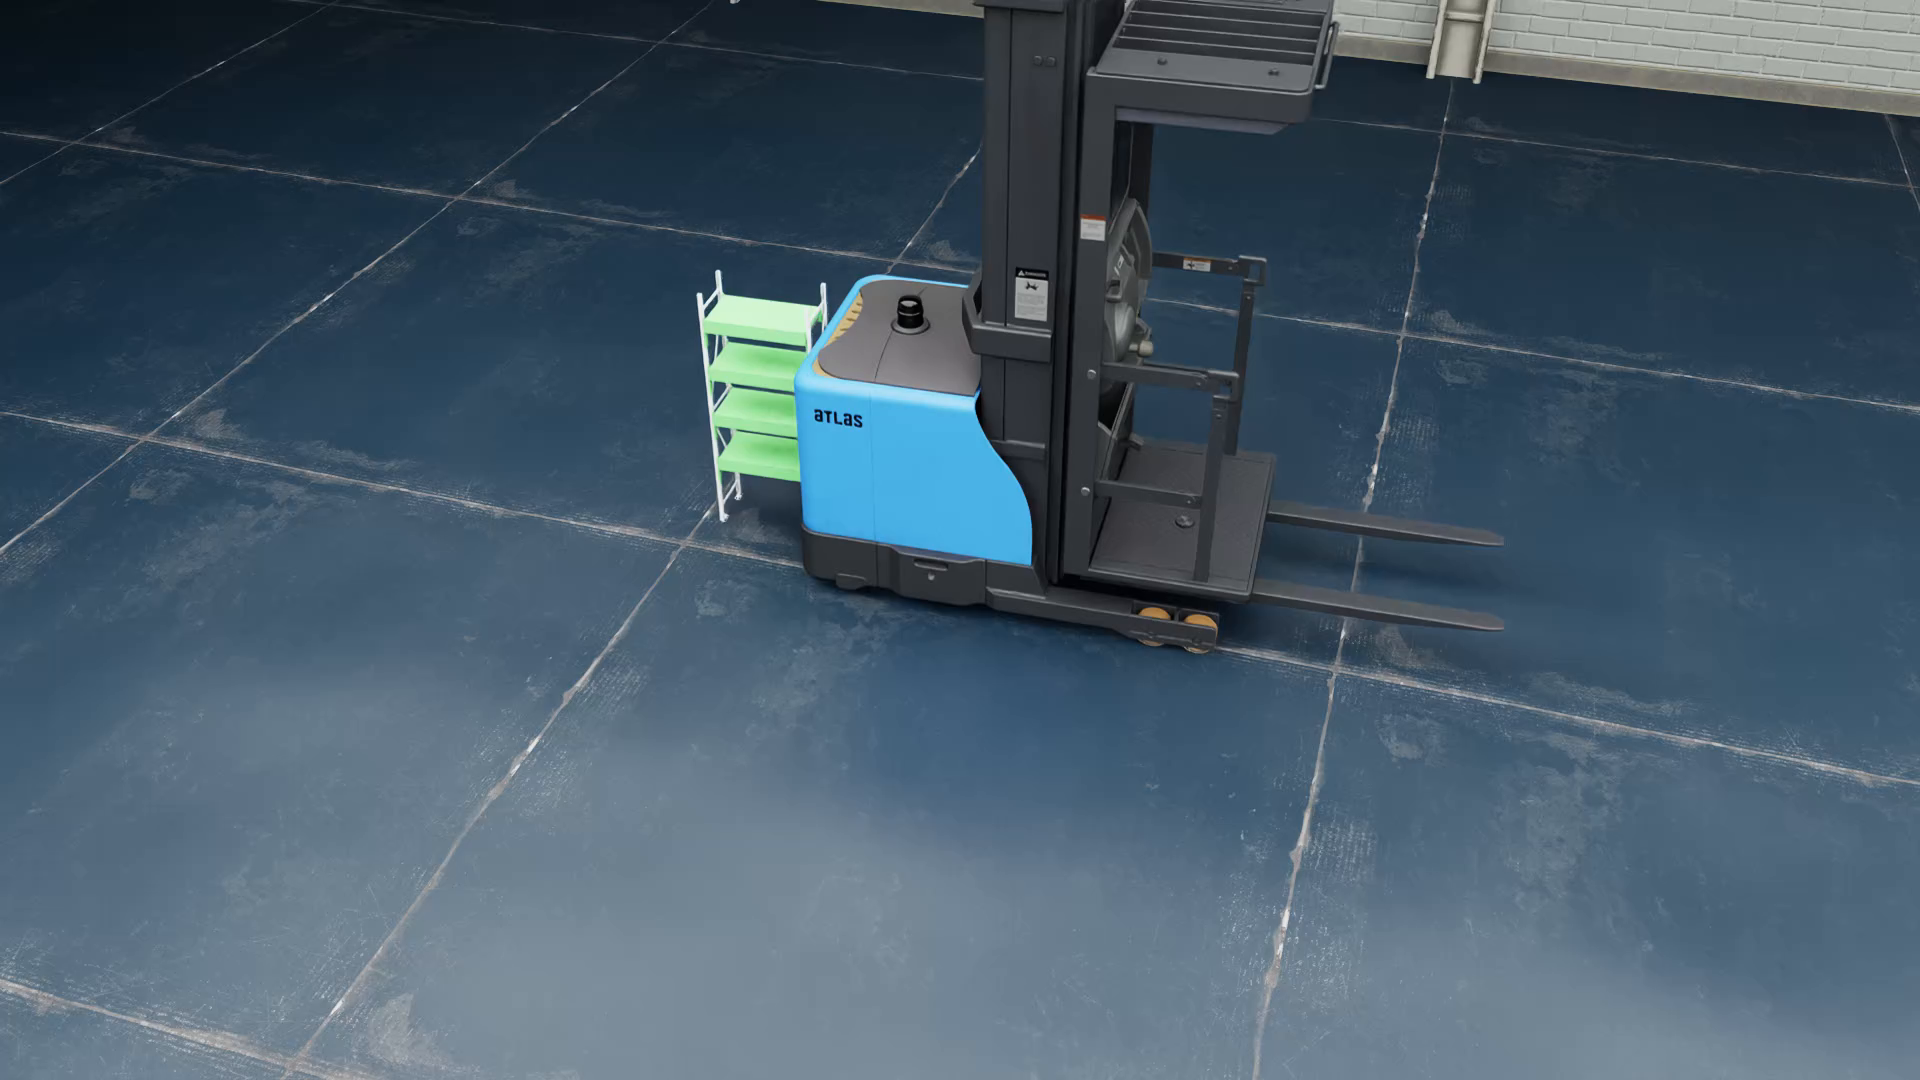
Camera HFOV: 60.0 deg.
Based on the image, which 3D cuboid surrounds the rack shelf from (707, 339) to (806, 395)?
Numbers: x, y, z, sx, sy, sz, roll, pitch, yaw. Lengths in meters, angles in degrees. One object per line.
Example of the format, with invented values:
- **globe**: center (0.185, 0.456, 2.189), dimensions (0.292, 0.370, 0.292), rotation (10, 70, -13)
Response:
- **rack shelf**: center (-0.859, -0.746, 7.454), dimensions (0.480, 0.148, 0.258), rotation (9, 37, 12)

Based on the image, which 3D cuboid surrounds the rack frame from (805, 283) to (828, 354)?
- **rack frame**: center (-0.623, -0.568, 7.509), dimensions (0.015, 1.200, 0.240), rotation (9, 37, 12)

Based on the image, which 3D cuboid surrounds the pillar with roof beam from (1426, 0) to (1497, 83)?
- **pillar with roof beam**: center (2.441, -4.703, 6.549), dimensions (0.400, 9.000, 9.100), rotation (10, 38, 14)

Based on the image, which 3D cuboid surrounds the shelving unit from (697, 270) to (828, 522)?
- **shelving unit**: center (-0.859, -0.604, 7.558), dimensions (0.503, 1.200, 0.258), rotation (9, 37, 12)

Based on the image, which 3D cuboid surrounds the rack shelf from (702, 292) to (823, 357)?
- **rack shelf**: center (-0.859, -0.939, 7.311), dimensions (0.480, 0.148, 0.258), rotation (9, 37, 12)

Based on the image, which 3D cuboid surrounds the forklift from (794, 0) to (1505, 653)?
- **forklift**: center (0.869, -1.047, 6.700), dimensions (3.031, 2.935, 1.130), rotation (9, 37, 12)

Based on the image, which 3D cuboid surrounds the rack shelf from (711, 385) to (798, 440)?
- **rack shelf**: center (-0.859, -0.552, 7.596), dimensions (0.480, 0.148, 0.258), rotation (9, 37, 12)

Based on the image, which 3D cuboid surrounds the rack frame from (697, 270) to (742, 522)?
- **rack frame**: center (-1.095, -0.640, 7.607), dimensions (0.015, 1.200, 0.240), rotation (9, 37, 12)

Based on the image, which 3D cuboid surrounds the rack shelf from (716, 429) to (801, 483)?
- **rack shelf**: center (-0.859, -0.359, 7.738), dimensions (0.480, 0.148, 0.258), rotation (9, 37, 12)
